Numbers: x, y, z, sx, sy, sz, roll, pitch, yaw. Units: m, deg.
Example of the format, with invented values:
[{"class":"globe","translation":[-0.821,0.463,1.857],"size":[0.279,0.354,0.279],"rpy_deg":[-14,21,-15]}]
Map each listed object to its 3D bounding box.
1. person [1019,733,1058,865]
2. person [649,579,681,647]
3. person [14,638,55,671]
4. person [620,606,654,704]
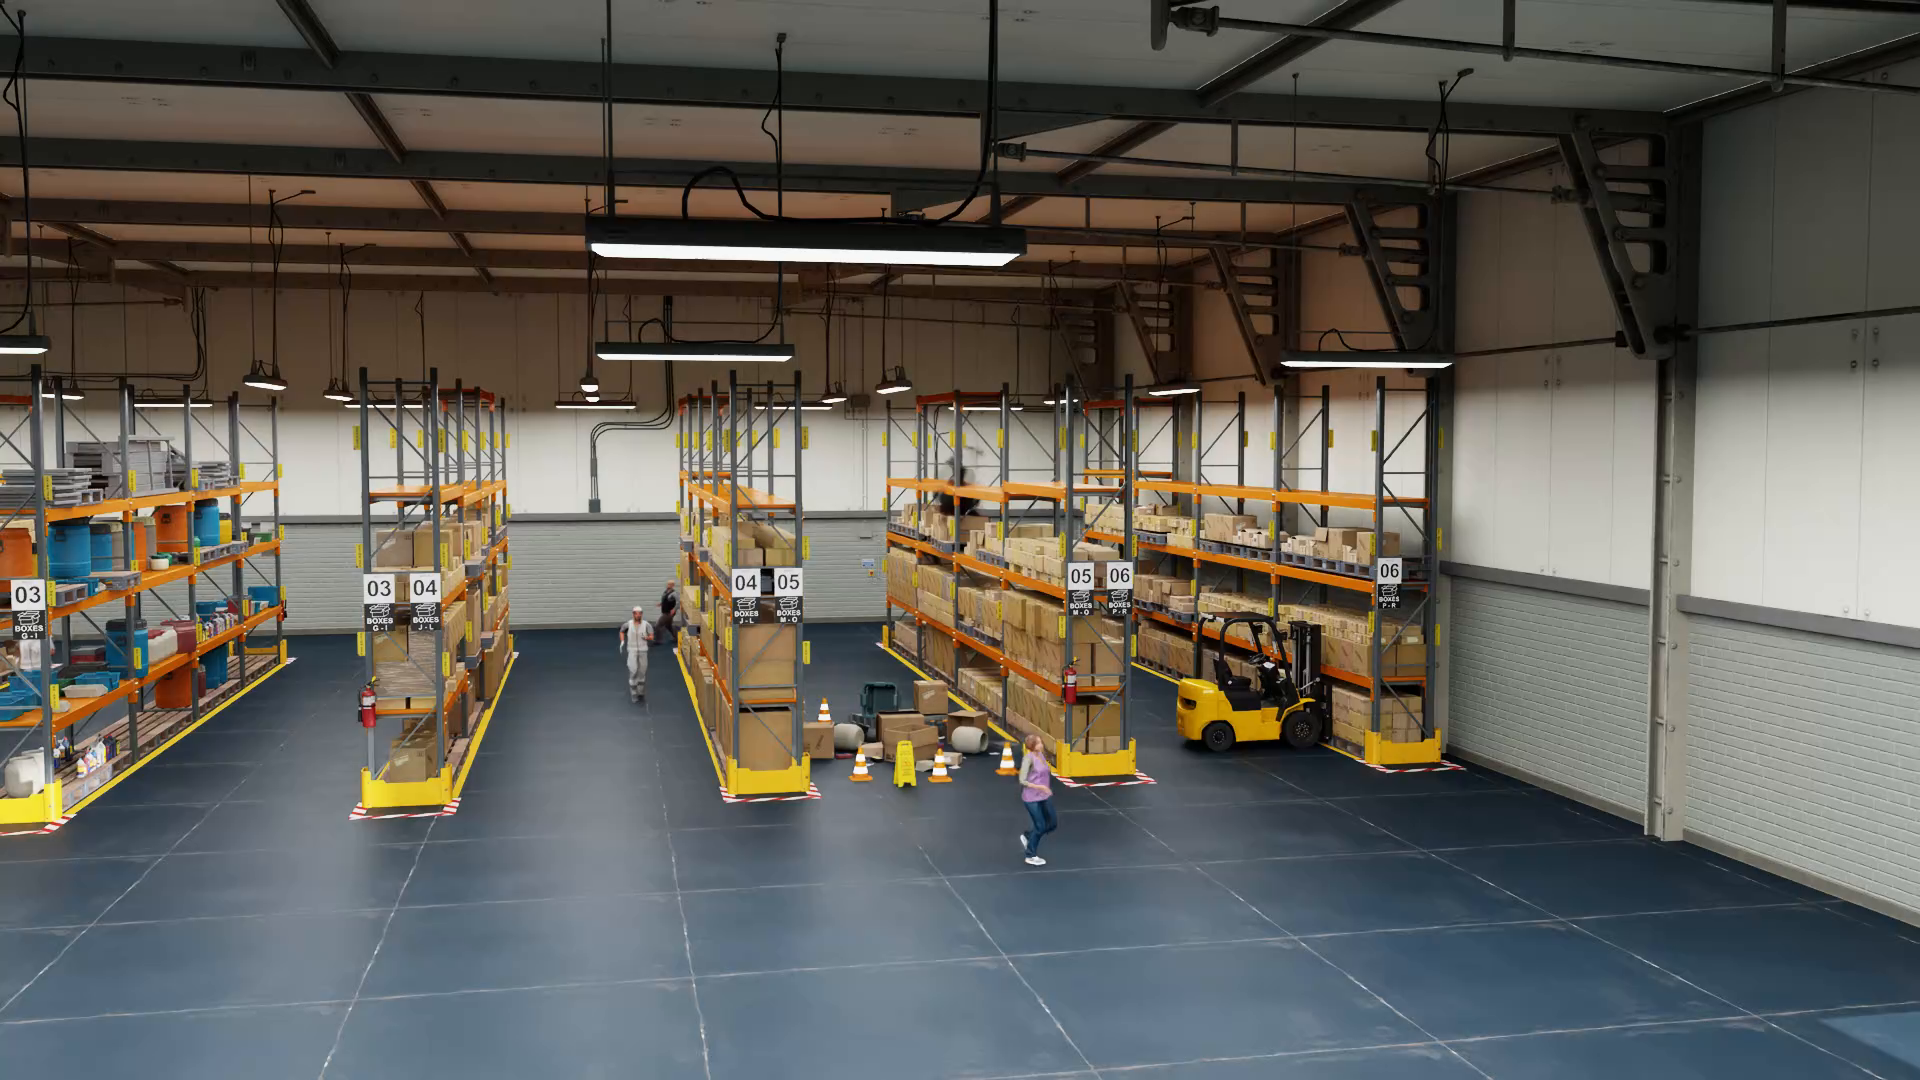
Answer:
[{"class":"person","translation":[0.916,3.054,19.611],"size":[0.551,1.552,0.530],"rpy_deg":[2,4,35]},{"class":"person","translation":[-7.168,1.781,40.486],"size":[0.824,1.677,0.798],"rpy_deg":[0,3,-6]},{"class":"person","translation":[-16.539,2.306,29.732],"size":[0.683,1.769,0.966],"rpy_deg":[-1,4,-19]},{"class":"person","translation":[-6.224,2.194,32.064],"size":[0.646,1.847,0.798],"rpy_deg":[-1,4,-16]}]
